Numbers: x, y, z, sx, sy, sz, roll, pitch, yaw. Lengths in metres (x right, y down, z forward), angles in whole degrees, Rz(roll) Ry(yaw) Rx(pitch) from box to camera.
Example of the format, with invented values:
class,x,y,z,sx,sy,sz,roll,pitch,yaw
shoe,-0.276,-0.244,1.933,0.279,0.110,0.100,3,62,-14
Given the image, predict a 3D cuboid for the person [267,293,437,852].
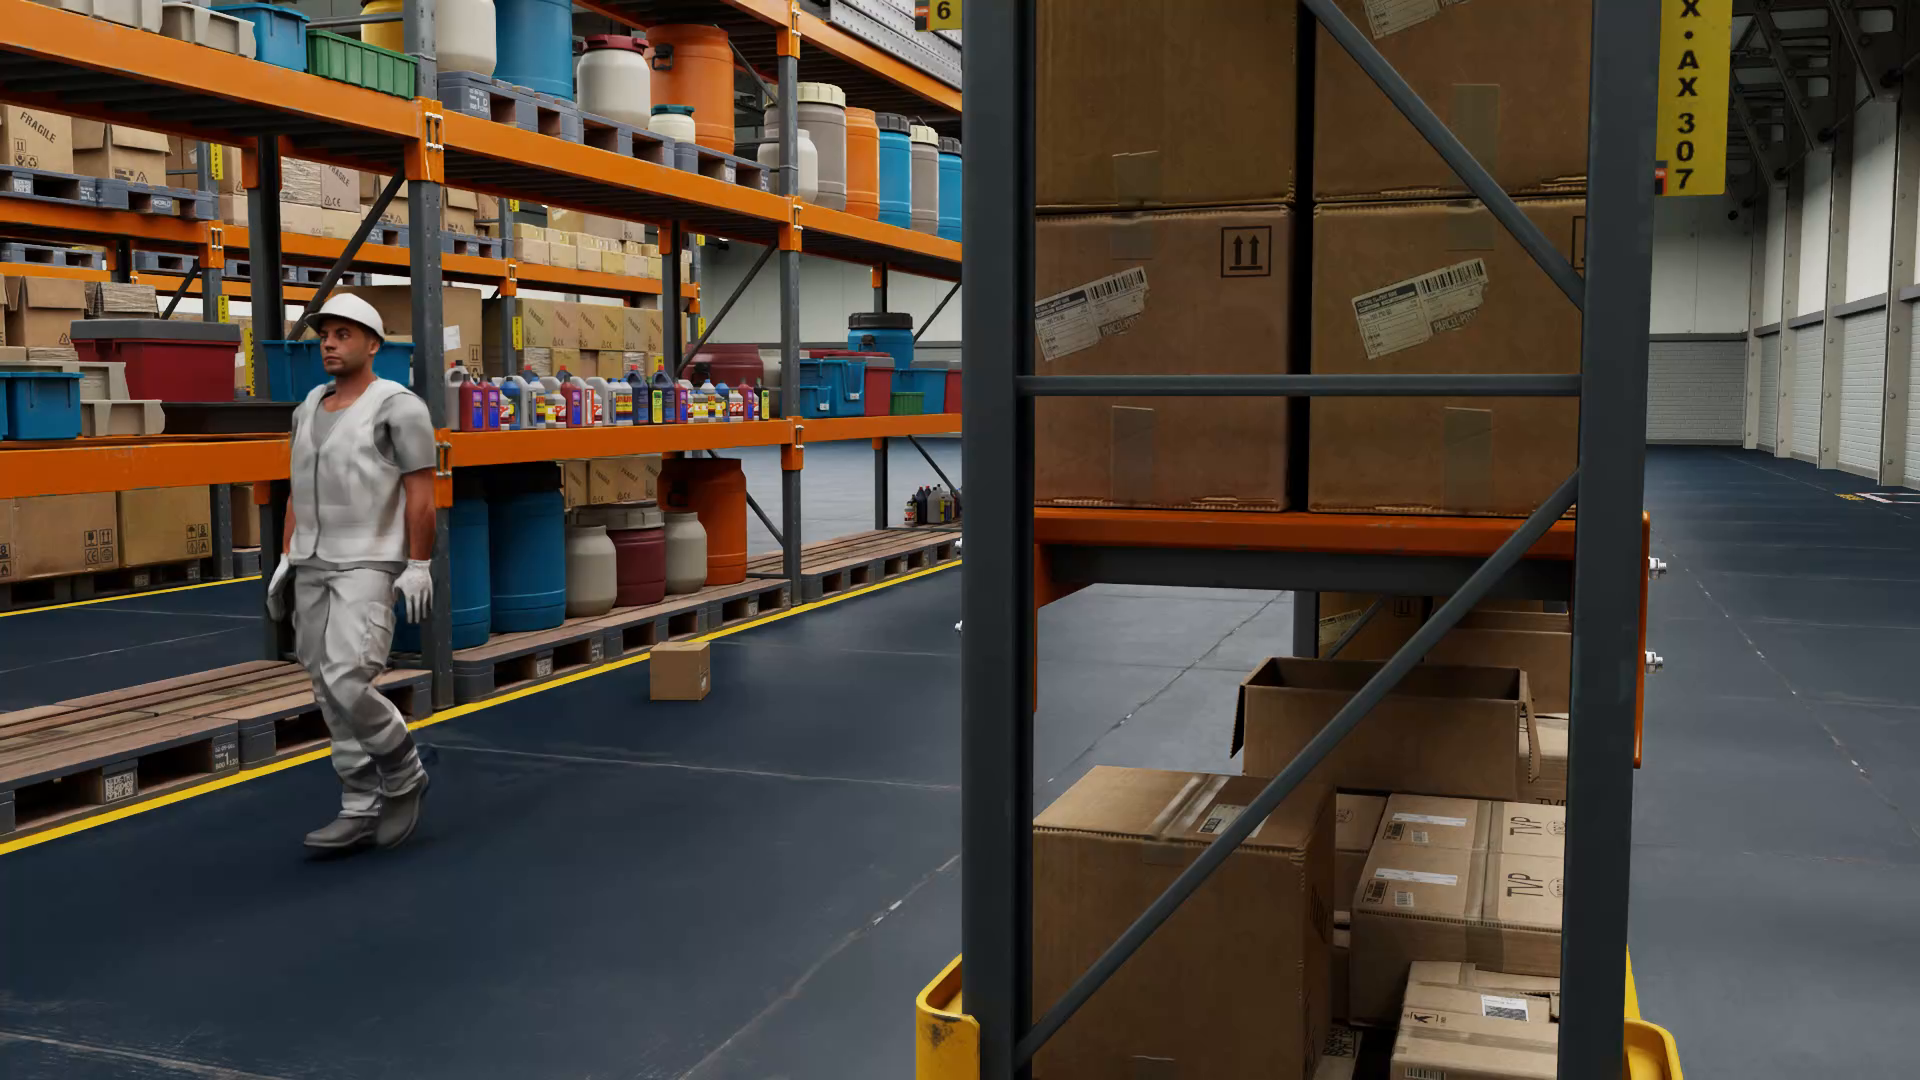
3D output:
class,x,y,z,sx,sy,sz,roll,pitch,yaw
person,-1.973,0.111,5.320,0.534,1.795,0.448,2,6,25
